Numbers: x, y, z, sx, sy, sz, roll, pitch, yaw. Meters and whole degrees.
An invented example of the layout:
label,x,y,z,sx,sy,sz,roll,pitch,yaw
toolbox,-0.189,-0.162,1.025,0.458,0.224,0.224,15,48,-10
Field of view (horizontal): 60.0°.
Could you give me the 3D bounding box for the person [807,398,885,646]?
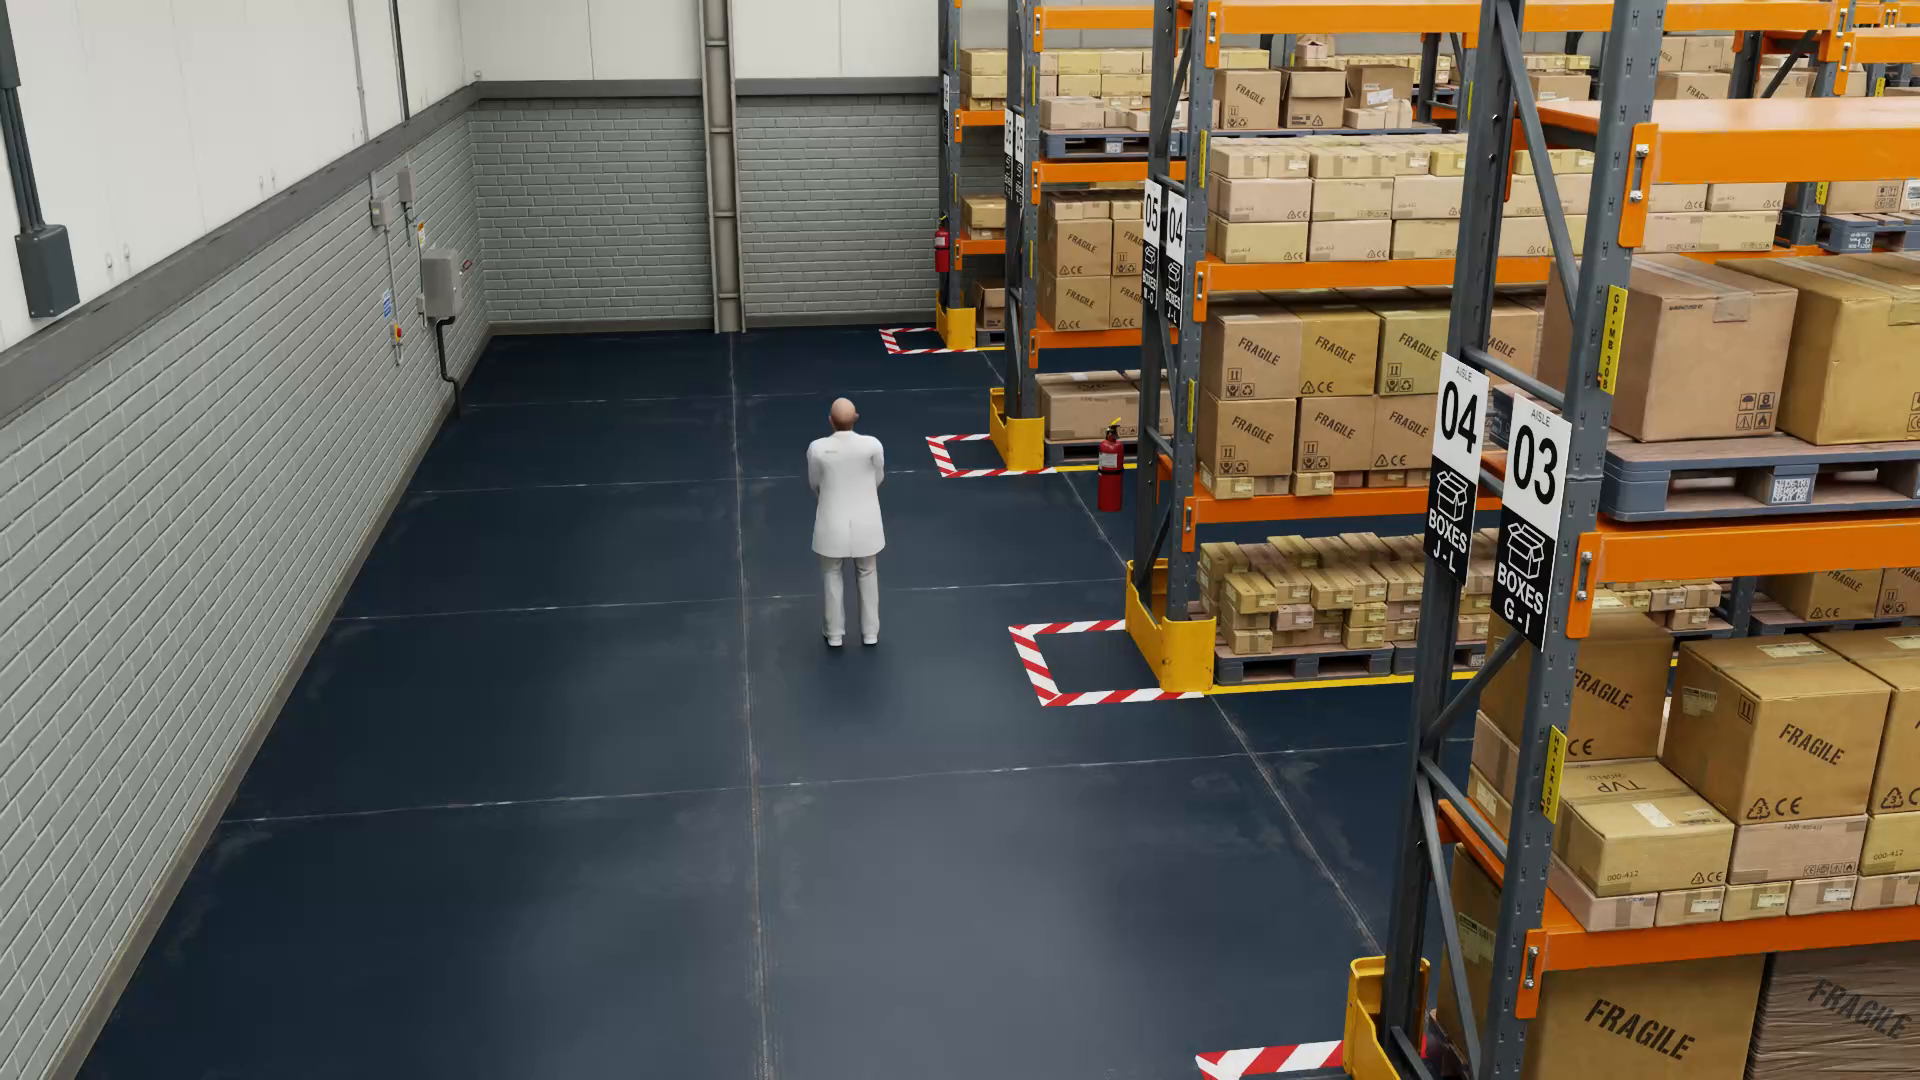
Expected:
label,x,y,z,sx,sy,sz,roll,pitch,yaw
person,-0.792,-0.166,11.559,0.531,1.773,0.554,-3,20,-8
